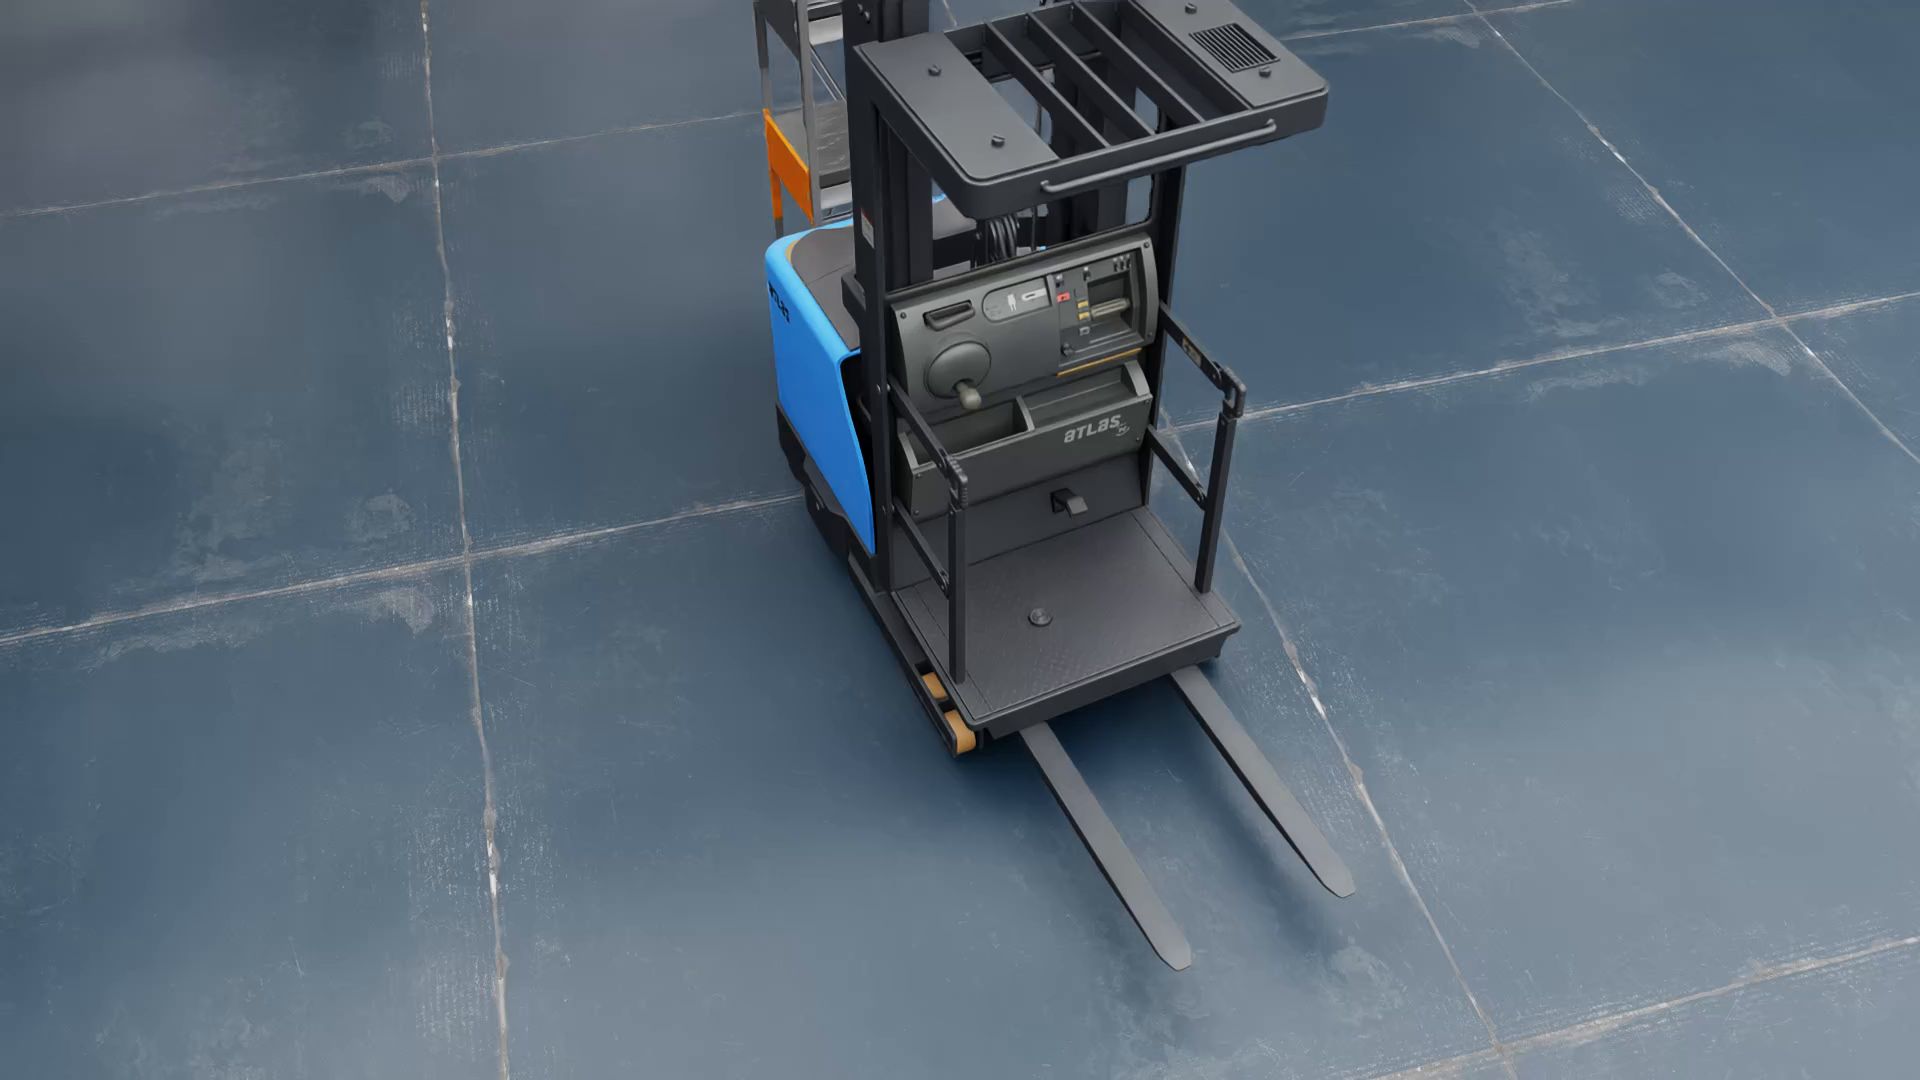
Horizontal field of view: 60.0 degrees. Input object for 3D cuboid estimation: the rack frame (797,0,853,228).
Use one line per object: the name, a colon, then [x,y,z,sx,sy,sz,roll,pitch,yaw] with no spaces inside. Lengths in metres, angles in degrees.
rack frame: [-0.390,-1.294,6.548,0.400,2.100,0.015,-19,48,-17]

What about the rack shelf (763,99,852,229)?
rack shelf: [-0.495,-1.442,6.712,0.431,0.518,0.480,-19,48,-17]

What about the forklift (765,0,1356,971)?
forklift: [0.322,-0.617,5.303,1.130,2.935,3.031,-19,48,-17]

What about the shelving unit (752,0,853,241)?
shelving unit: [-0.495,-1.452,6.703,0.431,2.100,0.503,-19,48,-17]

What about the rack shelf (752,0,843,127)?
rack shelf: [-0.495,-1.932,6.212,0.431,0.518,0.480,-19,48,-17]

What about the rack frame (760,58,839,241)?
rack frame: [-0.599,-1.609,6.857,0.400,2.100,0.015,-19,48,-17]
